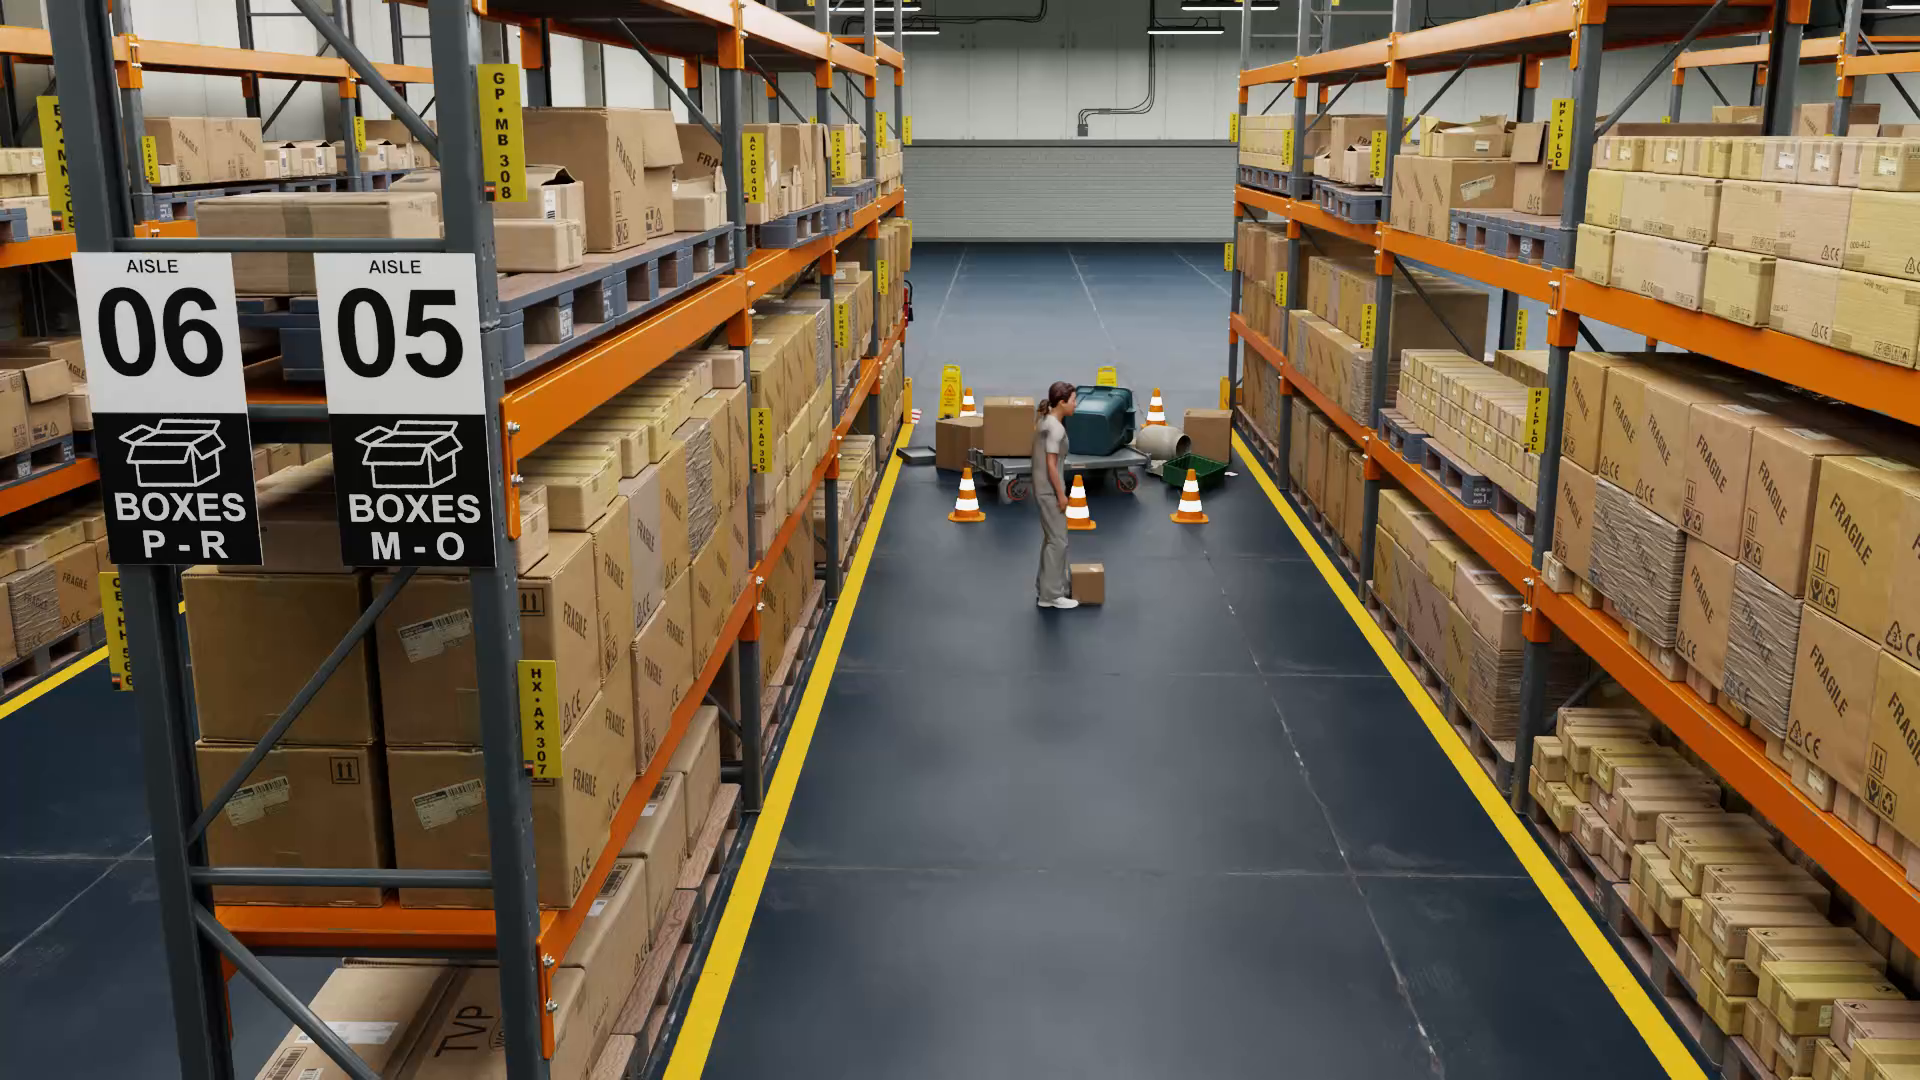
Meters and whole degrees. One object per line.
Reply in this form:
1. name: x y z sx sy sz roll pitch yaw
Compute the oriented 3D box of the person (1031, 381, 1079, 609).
1. person: 0.707 -0.351 12.412 0.358 1.673 0.488 0 14 0
